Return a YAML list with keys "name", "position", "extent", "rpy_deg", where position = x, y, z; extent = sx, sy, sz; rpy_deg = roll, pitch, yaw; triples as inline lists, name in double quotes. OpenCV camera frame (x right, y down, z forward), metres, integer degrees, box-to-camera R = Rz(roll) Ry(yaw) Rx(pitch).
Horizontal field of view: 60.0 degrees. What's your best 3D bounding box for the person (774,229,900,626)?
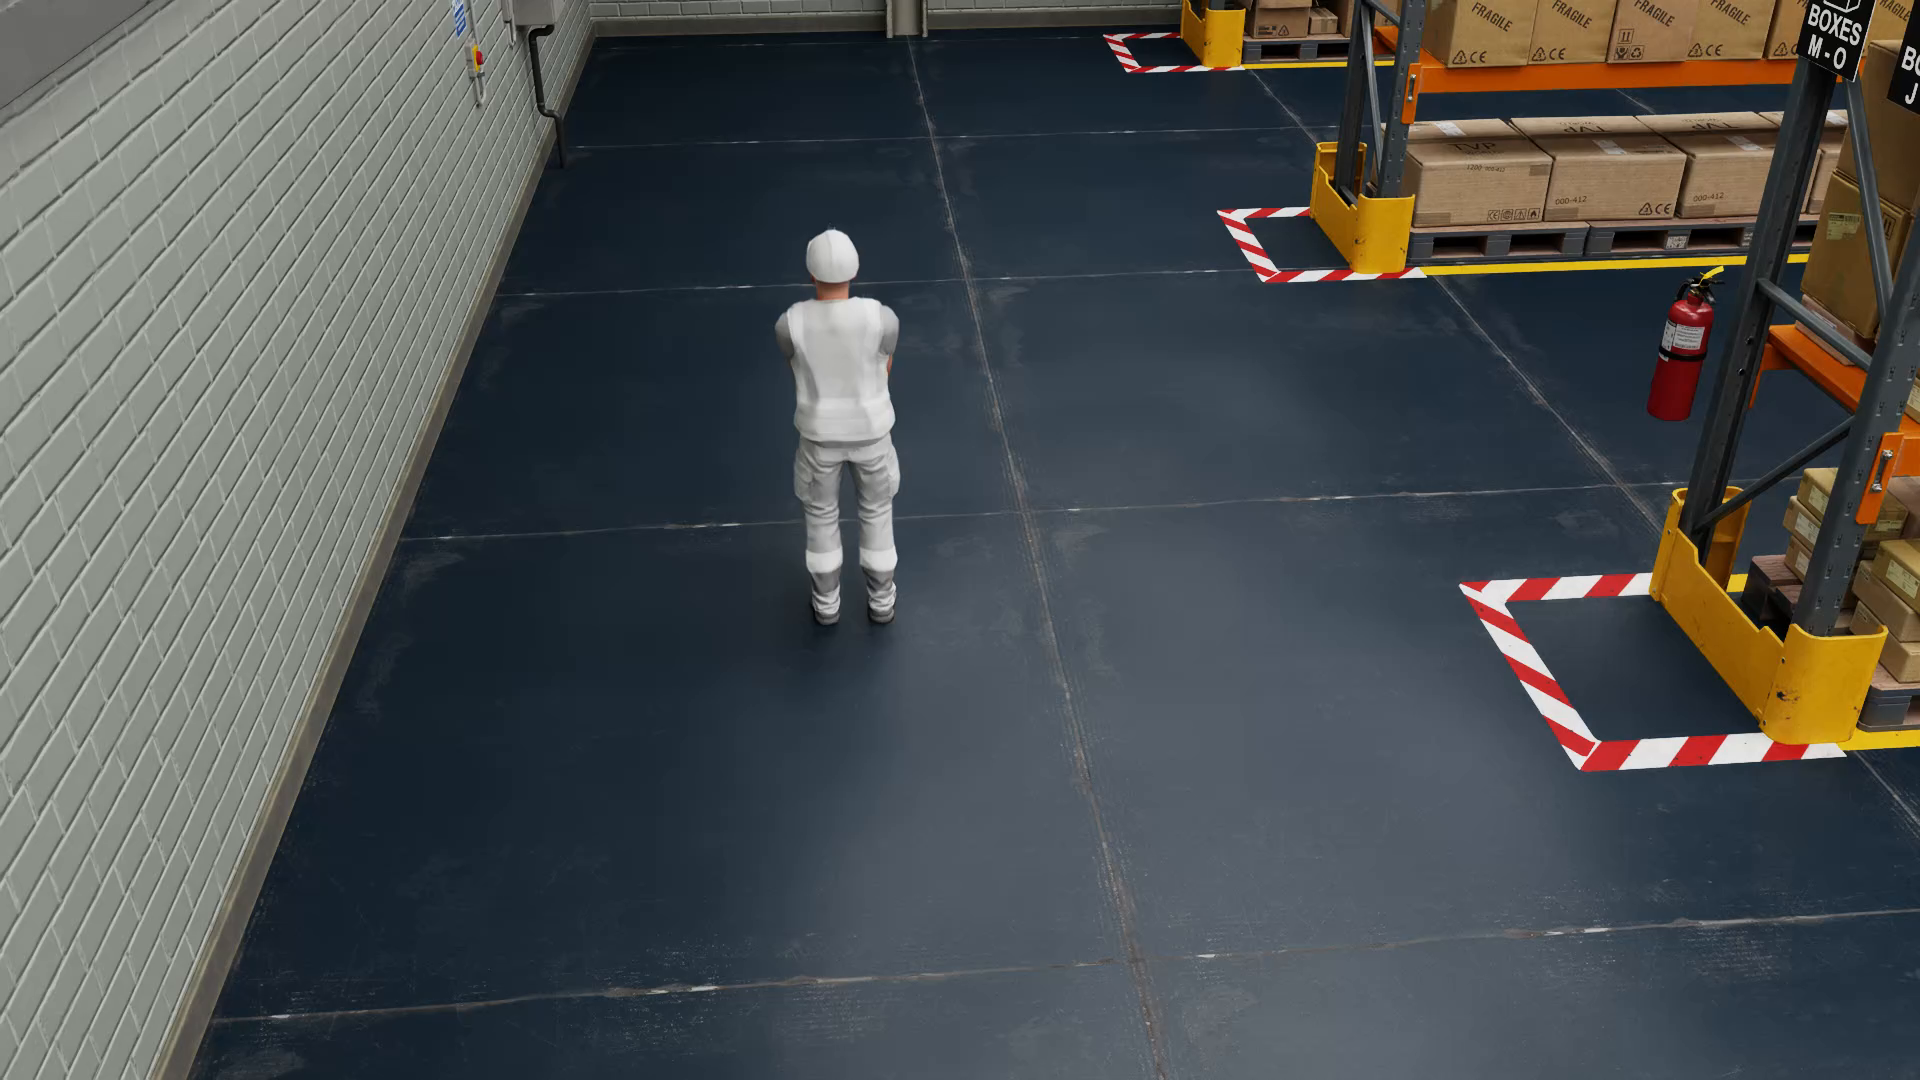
- name: "person"
  position: [-0.496, -0.499, 6.951]
  extent: [0.494, 1.783, 0.568]
  rpy_deg: [-2, 31, -4]
